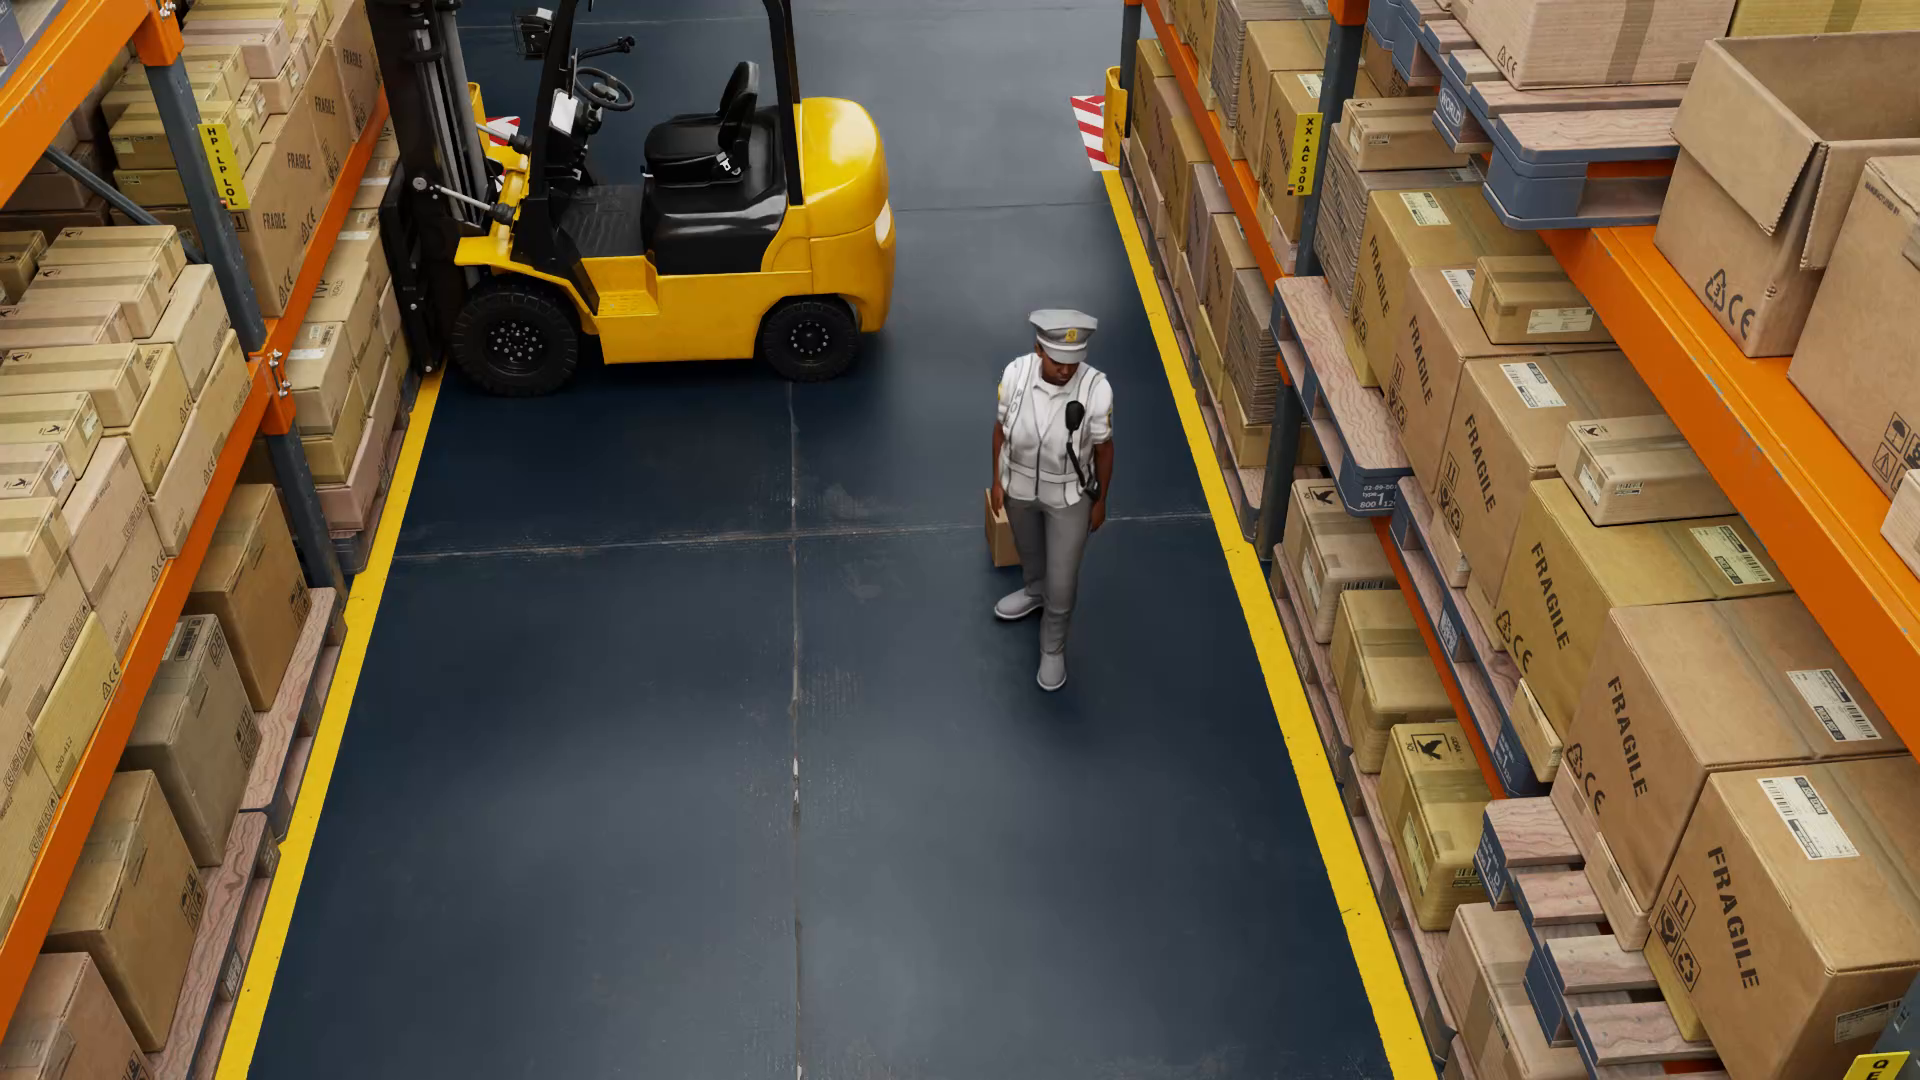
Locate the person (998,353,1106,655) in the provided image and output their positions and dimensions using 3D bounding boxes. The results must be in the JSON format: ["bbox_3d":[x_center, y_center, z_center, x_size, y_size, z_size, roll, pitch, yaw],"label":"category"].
[{"bbox_3d":[0.353,-0.167,6.482,0.384,1.363,0.507,14,41,17],"label":"person"}]
